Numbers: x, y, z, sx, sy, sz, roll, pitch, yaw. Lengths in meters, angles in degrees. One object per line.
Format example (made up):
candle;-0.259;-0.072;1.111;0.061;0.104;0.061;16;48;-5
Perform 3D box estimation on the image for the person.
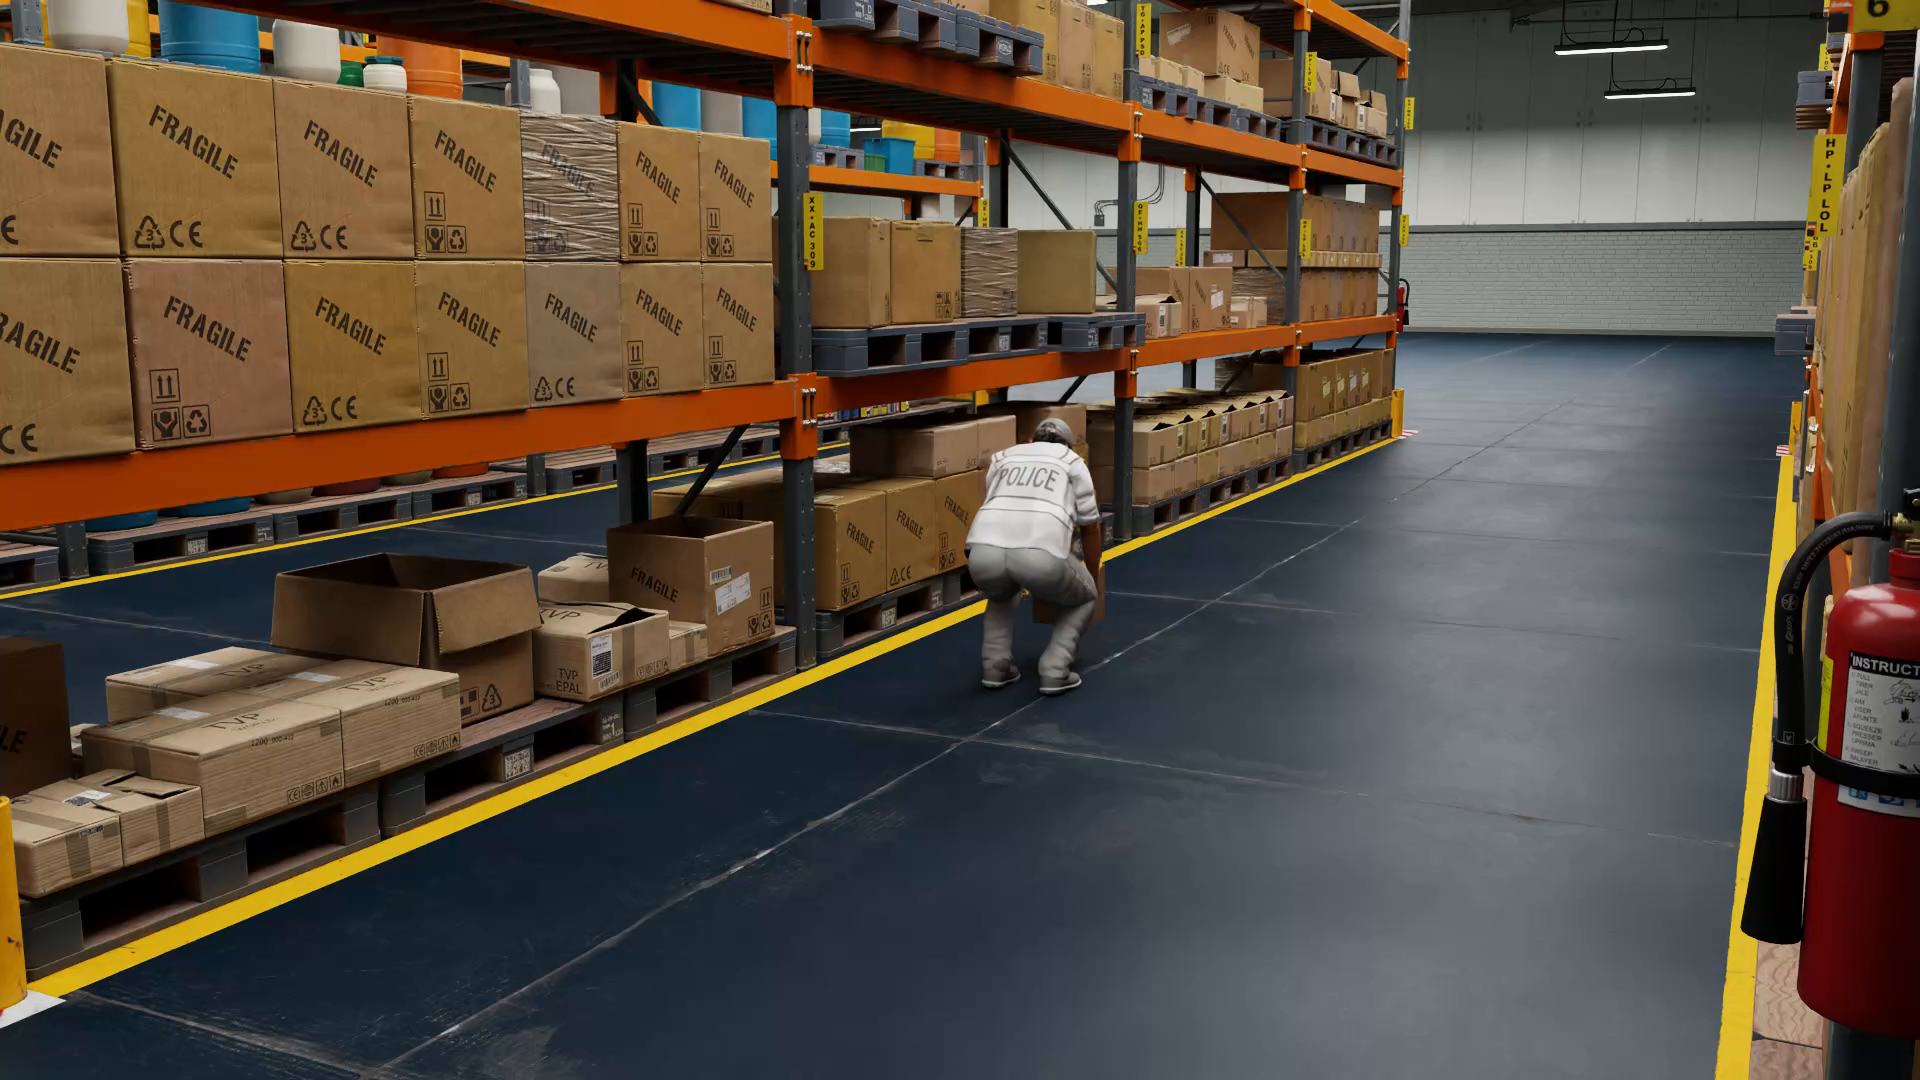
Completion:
person;0.308;0.063;7.163;0.538;1.133;0.823;4;10;24
